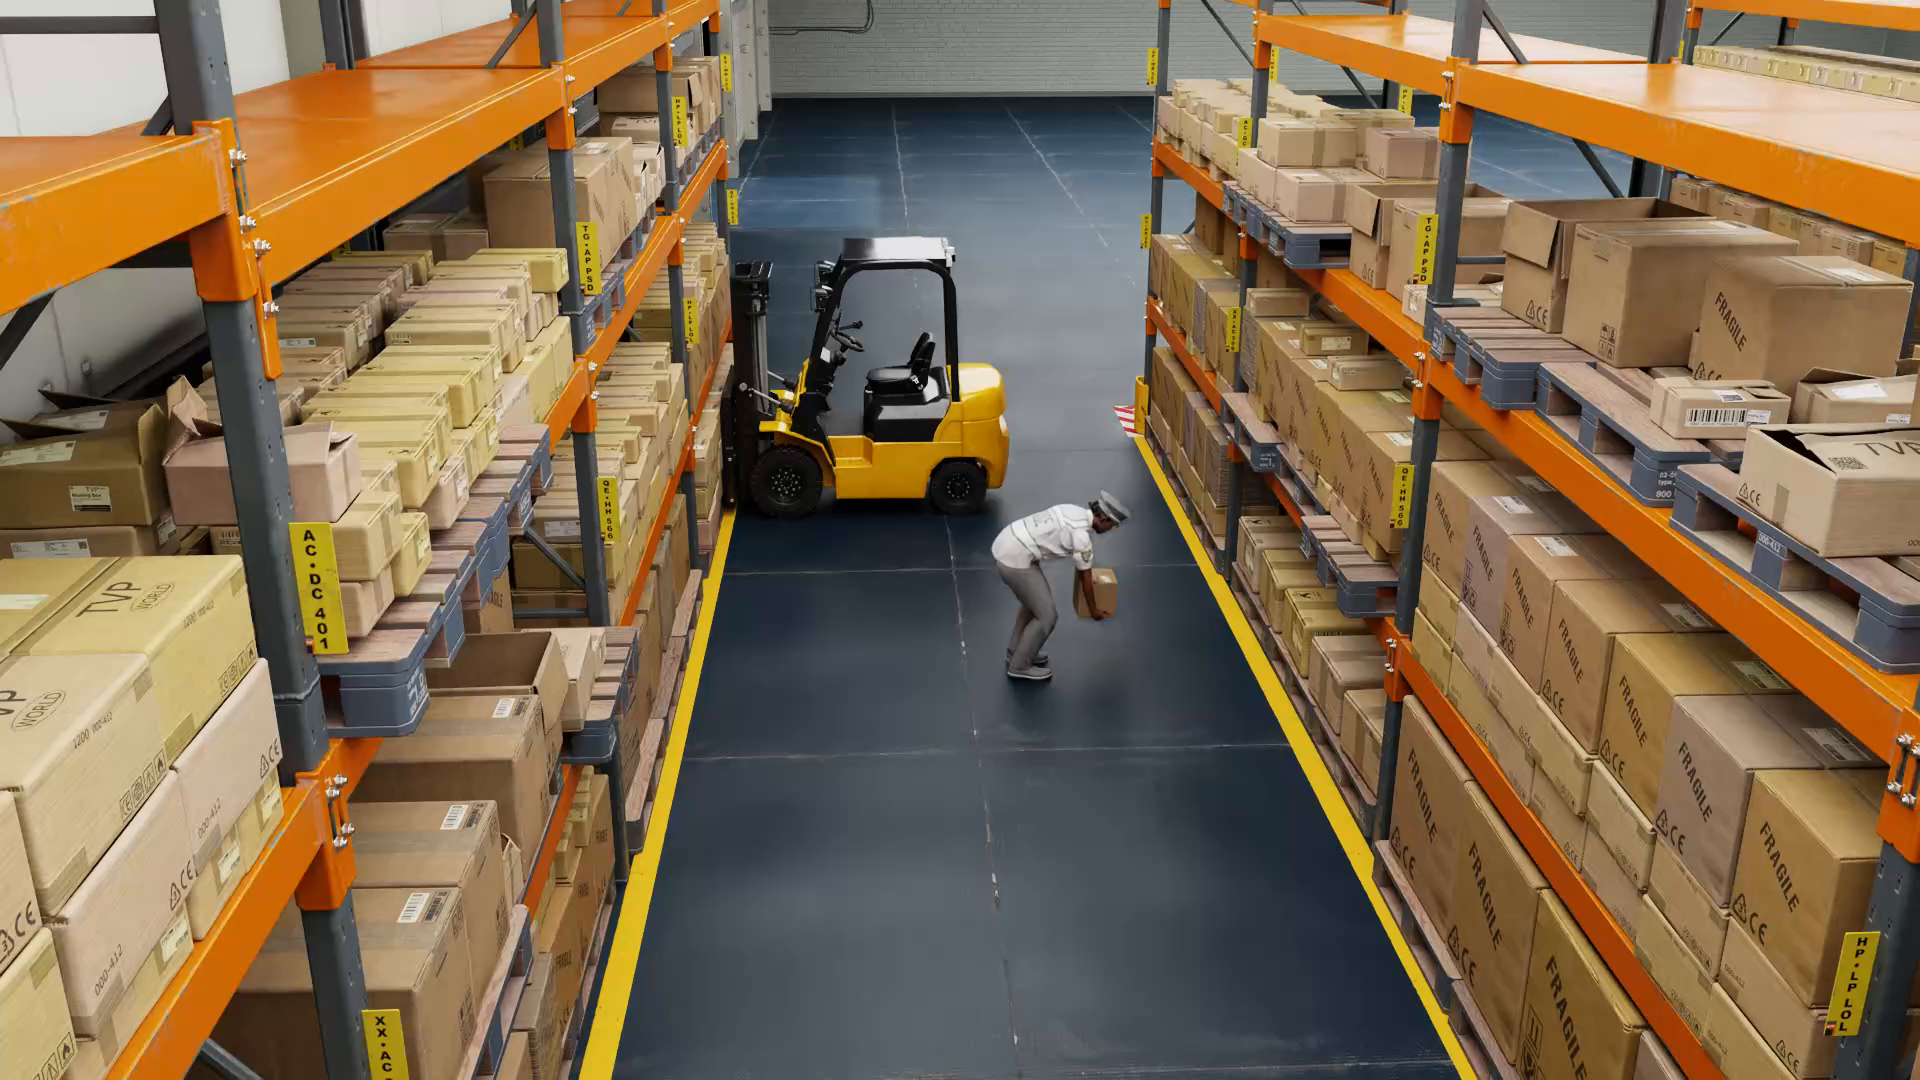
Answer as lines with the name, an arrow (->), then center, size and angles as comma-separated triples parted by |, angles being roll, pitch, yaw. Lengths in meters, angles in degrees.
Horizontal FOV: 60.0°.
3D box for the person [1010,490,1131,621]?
person -> 0.722, 0.100, 10.878 | 0.789, 0.827, 0.382 | -2, 21, -5
